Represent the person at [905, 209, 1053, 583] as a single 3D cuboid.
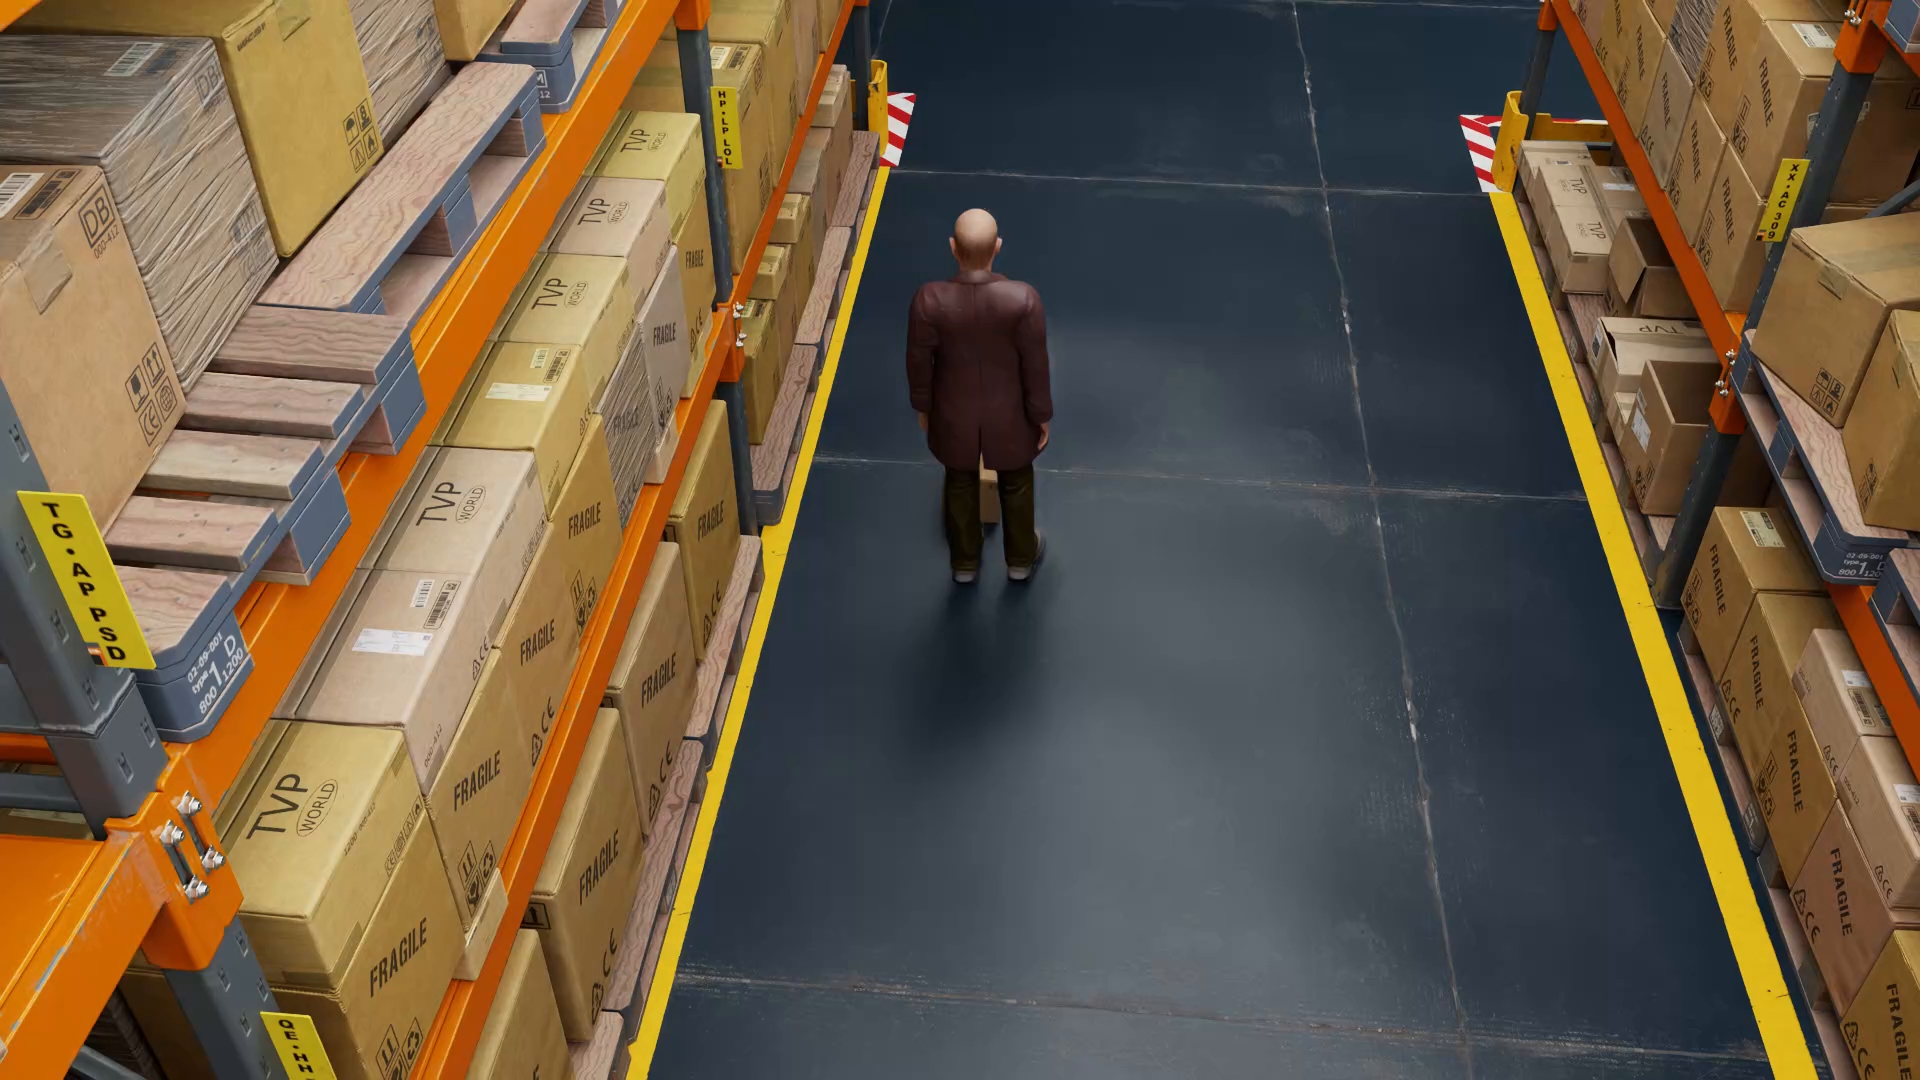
[{"bbox_3d":[0.091,-0.578,6.840,0.594,1.786,0.472,3,40,4],"label":"person"}]
